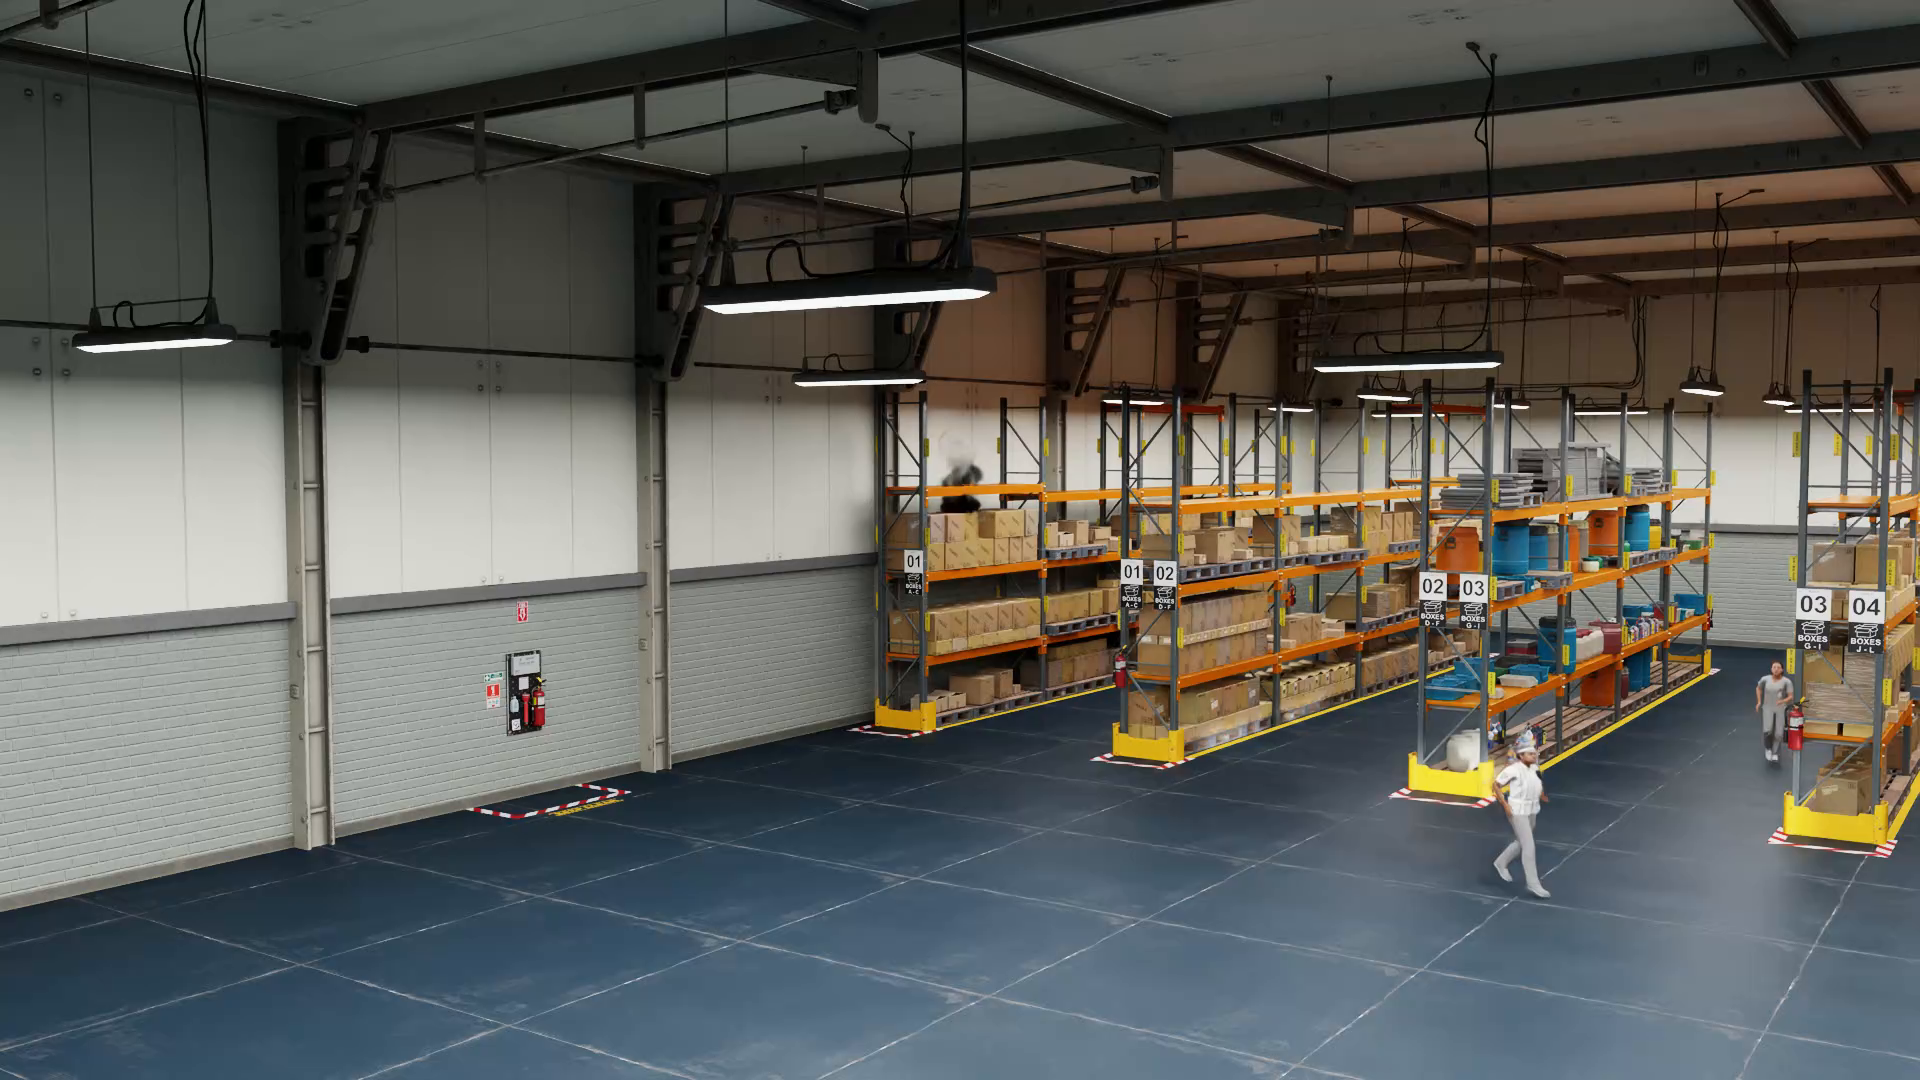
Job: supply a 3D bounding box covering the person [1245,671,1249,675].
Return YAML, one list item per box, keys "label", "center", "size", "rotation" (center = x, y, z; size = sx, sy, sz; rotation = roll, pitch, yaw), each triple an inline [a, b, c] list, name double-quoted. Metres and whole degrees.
- label: "person"
  center: [5.700, 2.324, 33.221]
  size: [0.589, 1.740, 0.726]
  rotation: [2, 4, 33]

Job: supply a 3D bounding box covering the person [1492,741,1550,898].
- label: "person"
  center: [6.352, 3.095, 18.776]
  size: [0.586, 1.699, 0.867]
  rotation: [-2, 4, -32]

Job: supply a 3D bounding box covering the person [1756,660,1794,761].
- label: "person"
  center: [12.891, 2.709, 26.330]
  size: [0.536, 1.626, 0.702]
  rotation: [2, 4, 28]
